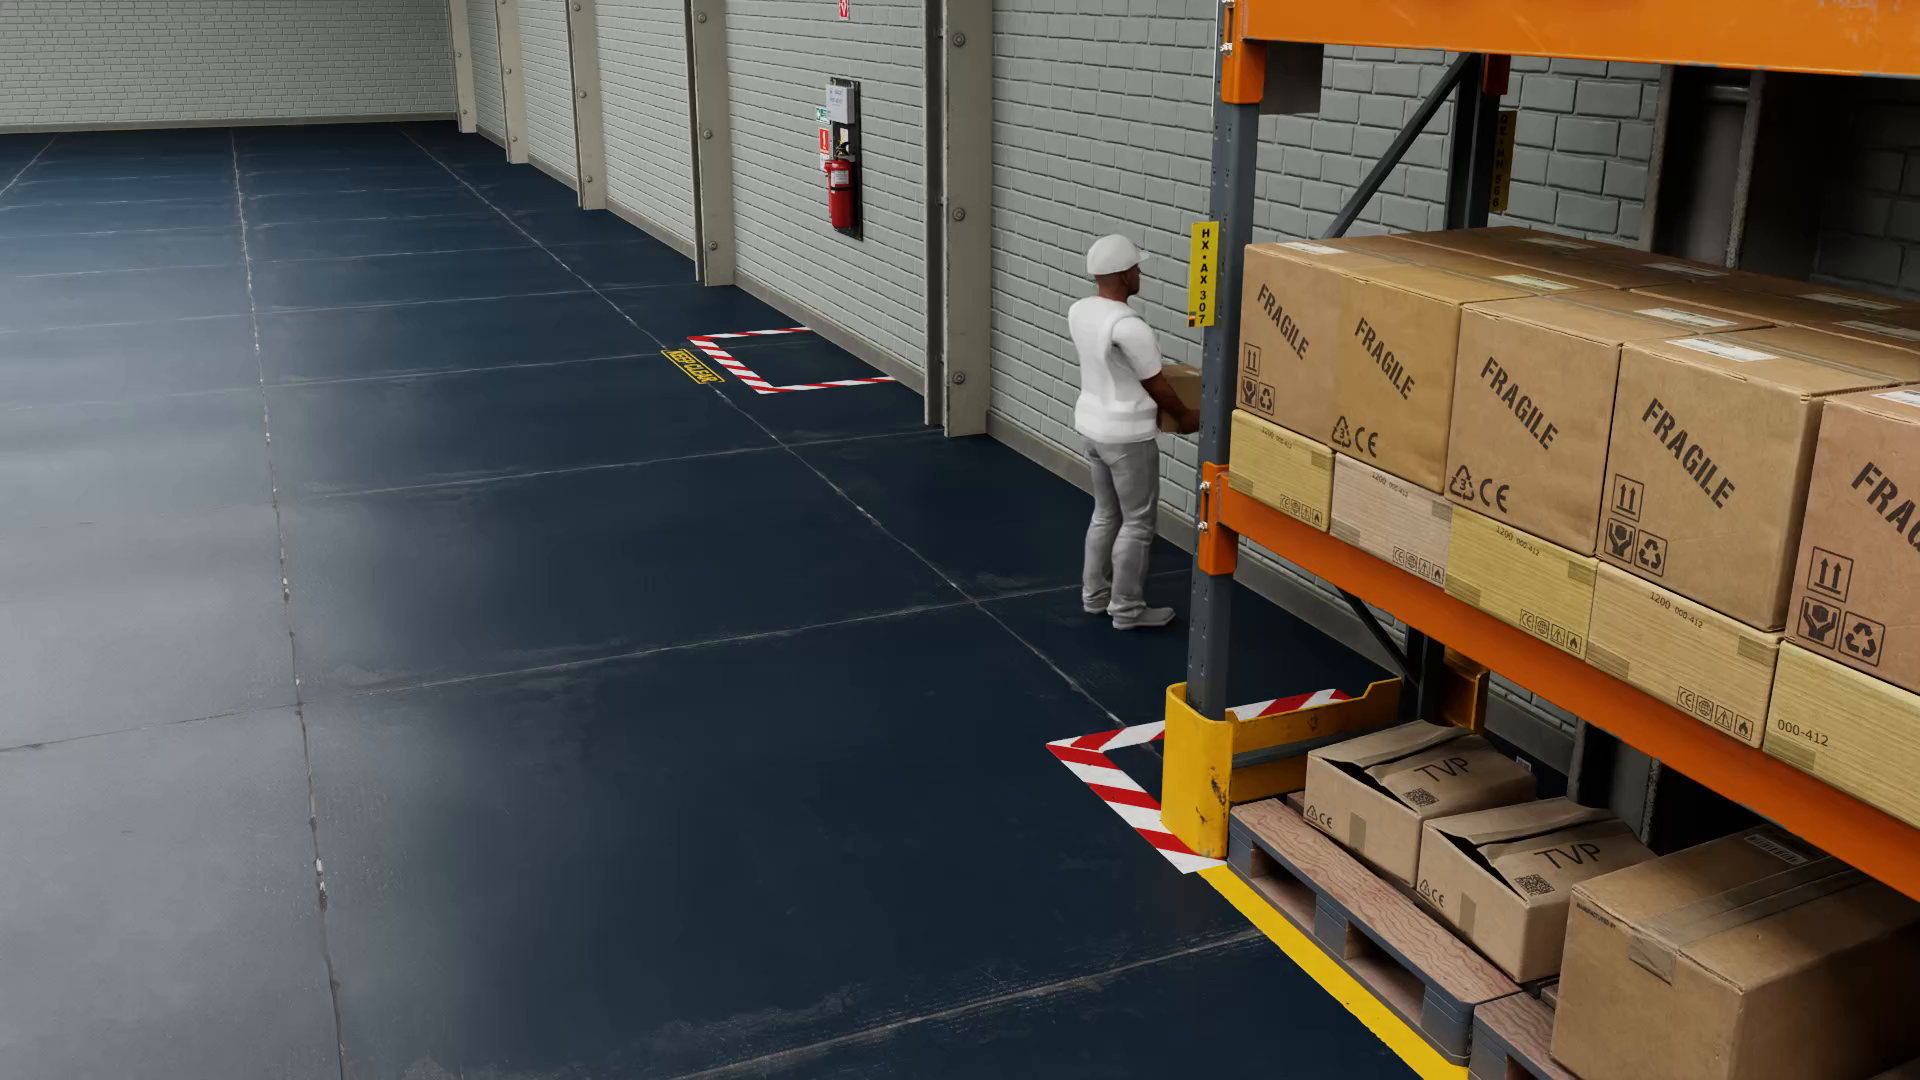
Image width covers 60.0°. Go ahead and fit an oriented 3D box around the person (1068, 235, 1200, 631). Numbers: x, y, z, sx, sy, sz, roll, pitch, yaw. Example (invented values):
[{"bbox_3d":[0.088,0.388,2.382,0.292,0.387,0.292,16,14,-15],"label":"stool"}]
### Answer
[{"bbox_3d":[0.797,-0.488,7.465,0.573,1.767,0.521,-8,20,-22],"label":"person"}]
